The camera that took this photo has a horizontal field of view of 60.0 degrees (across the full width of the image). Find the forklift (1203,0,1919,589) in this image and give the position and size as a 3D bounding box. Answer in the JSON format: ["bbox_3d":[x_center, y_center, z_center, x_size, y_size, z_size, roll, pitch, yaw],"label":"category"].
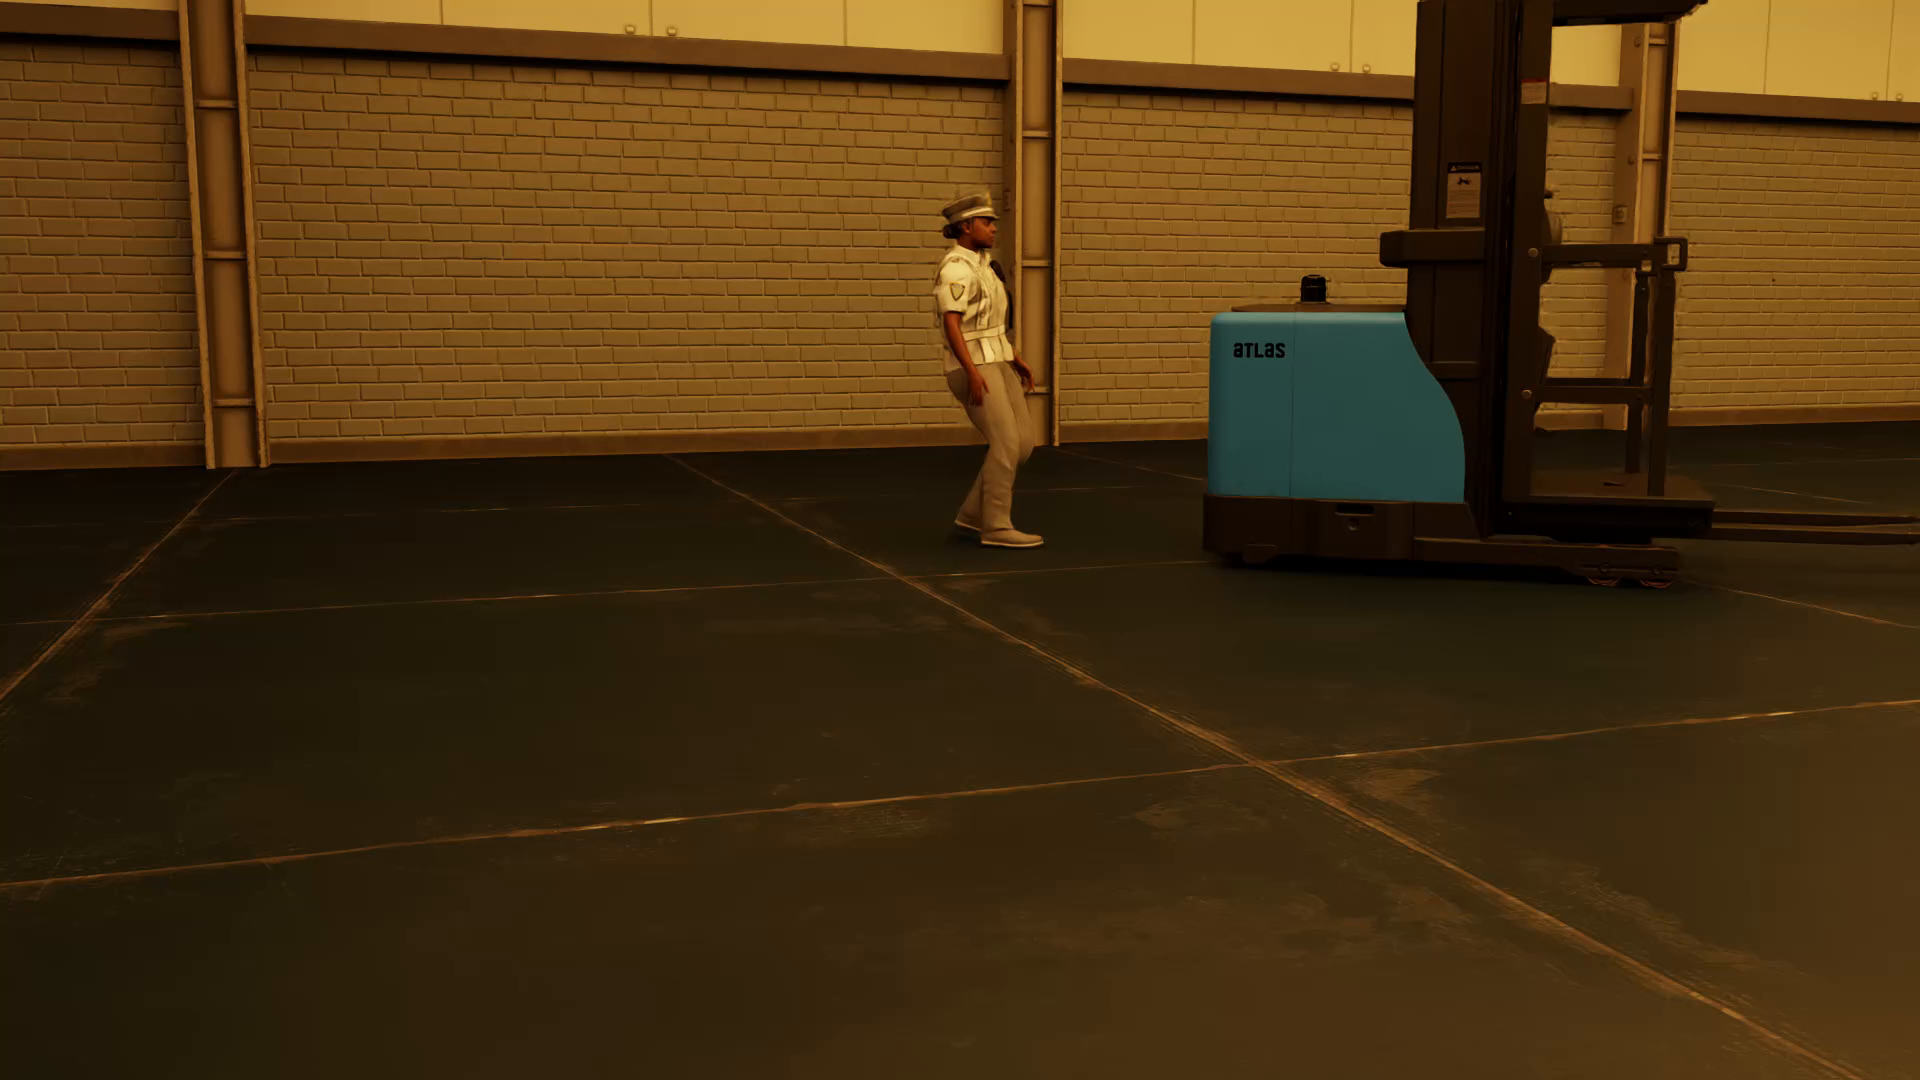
[{"bbox_3d":[2.613,-1.341,6.906,3.031,2.935,1.130,2,8,17],"label":"forklift"}]

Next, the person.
[{"bbox_3d":[0.163,-0.796,7.732,0.587,1.629,0.643,3,8,23],"label":"person"}]
